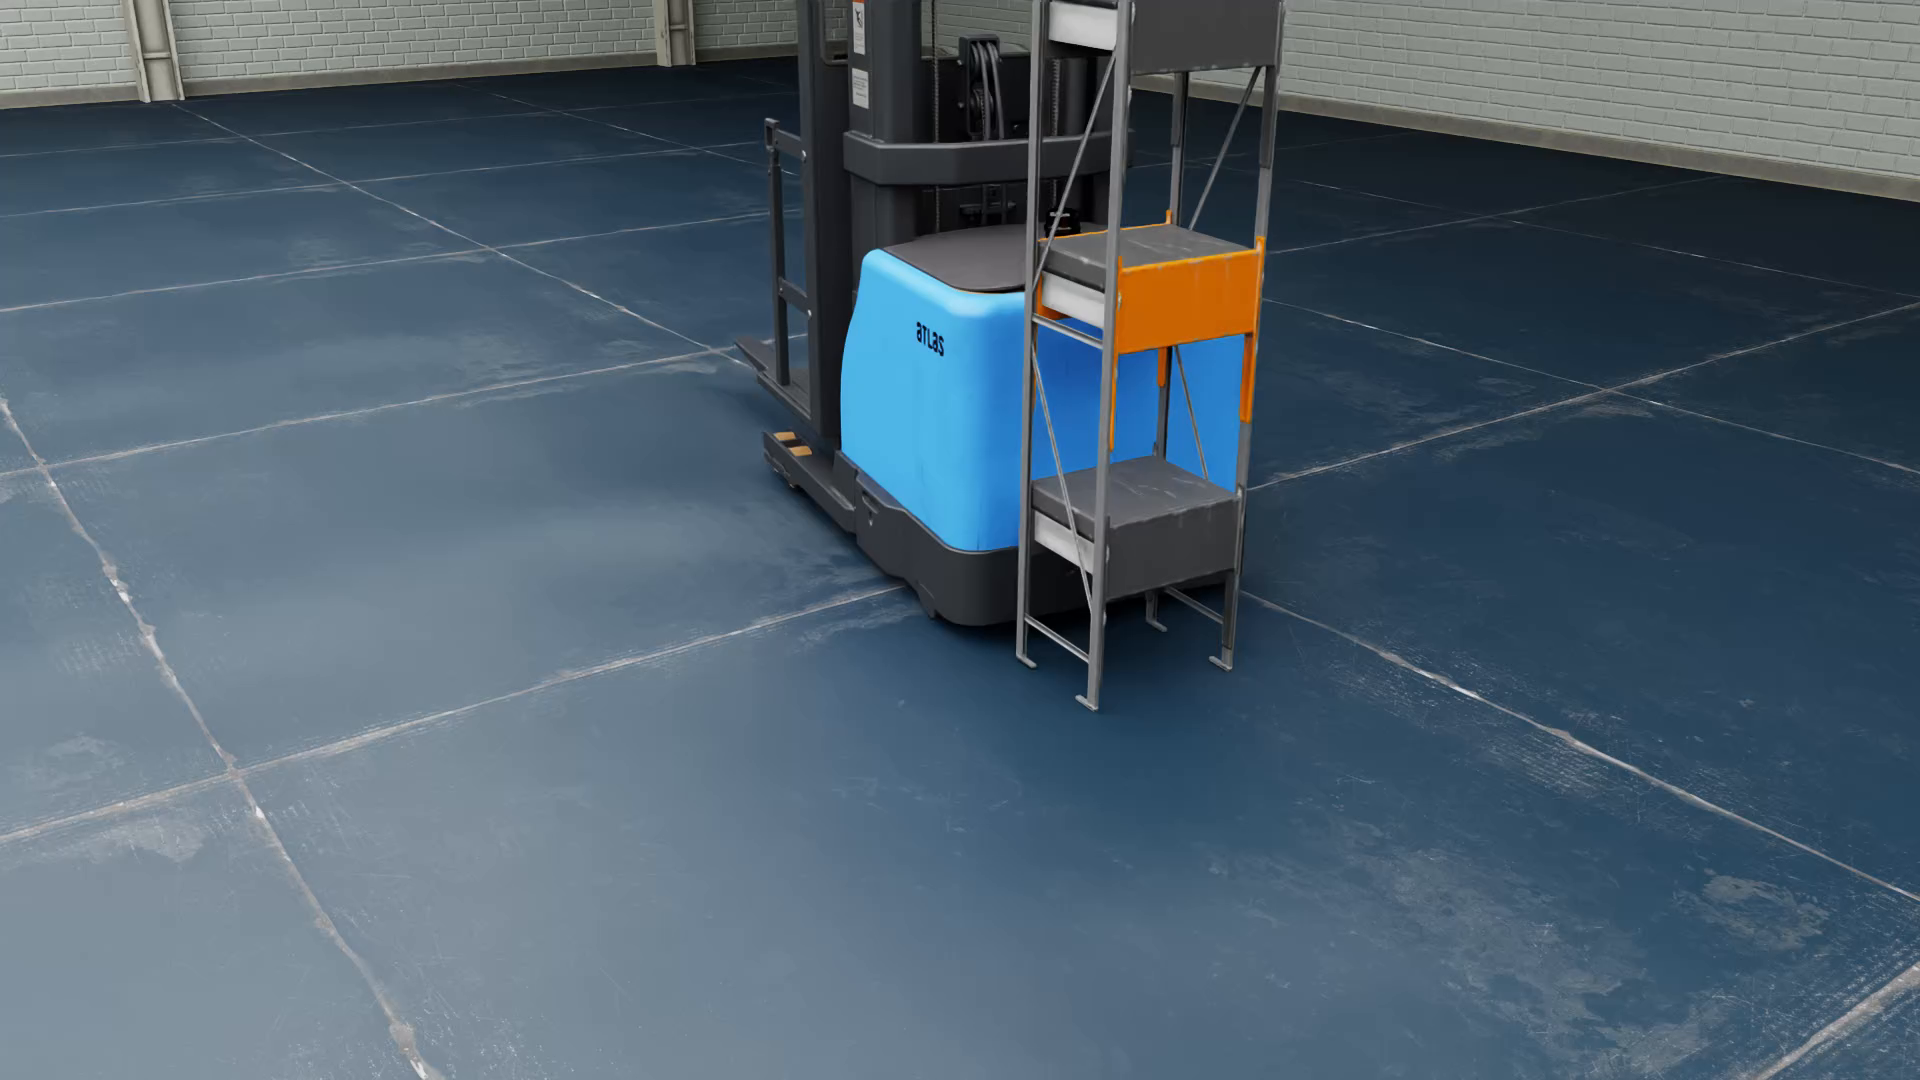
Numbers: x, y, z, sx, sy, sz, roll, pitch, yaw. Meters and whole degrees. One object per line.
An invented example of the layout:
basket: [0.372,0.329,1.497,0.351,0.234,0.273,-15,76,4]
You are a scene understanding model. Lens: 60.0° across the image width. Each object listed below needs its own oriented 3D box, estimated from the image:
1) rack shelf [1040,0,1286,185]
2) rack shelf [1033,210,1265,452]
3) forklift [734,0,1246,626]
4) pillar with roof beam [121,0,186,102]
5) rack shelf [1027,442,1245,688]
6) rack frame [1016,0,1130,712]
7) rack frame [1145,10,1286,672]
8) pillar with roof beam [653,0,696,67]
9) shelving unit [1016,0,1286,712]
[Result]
rack shelf: [0.503,-1.232,4.288,0.480,0.518,0.431,-13,26,-29]
rack shelf: [0.496,-0.586,4.558,0.480,0.518,0.431,-13,26,-29]
forklift: [-0.124,-1.612,5.982,1.130,2.935,3.031,-9,23,-22]
pillar with roof beam: [-5.902,-7.531,12.626,0.400,9.000,9.100,-15,26,-33]
rack shelf: [0.490,0.060,4.828,0.480,0.518,0.431,-13,26,-29]
rack frame: [0.288,-0.552,4.434,0.015,2.100,0.400,-13,26,-29]
rack frame: [0.704,-0.646,4.671,0.015,2.100,0.400,-13,26,-29]
pillar with roof beam: [-1.031,-8.829,15.881,0.400,9.000,9.100,-15,26,-33]
shelving unit: [0.496,-0.599,4.553,0.503,2.100,0.431,-13,26,-29]
